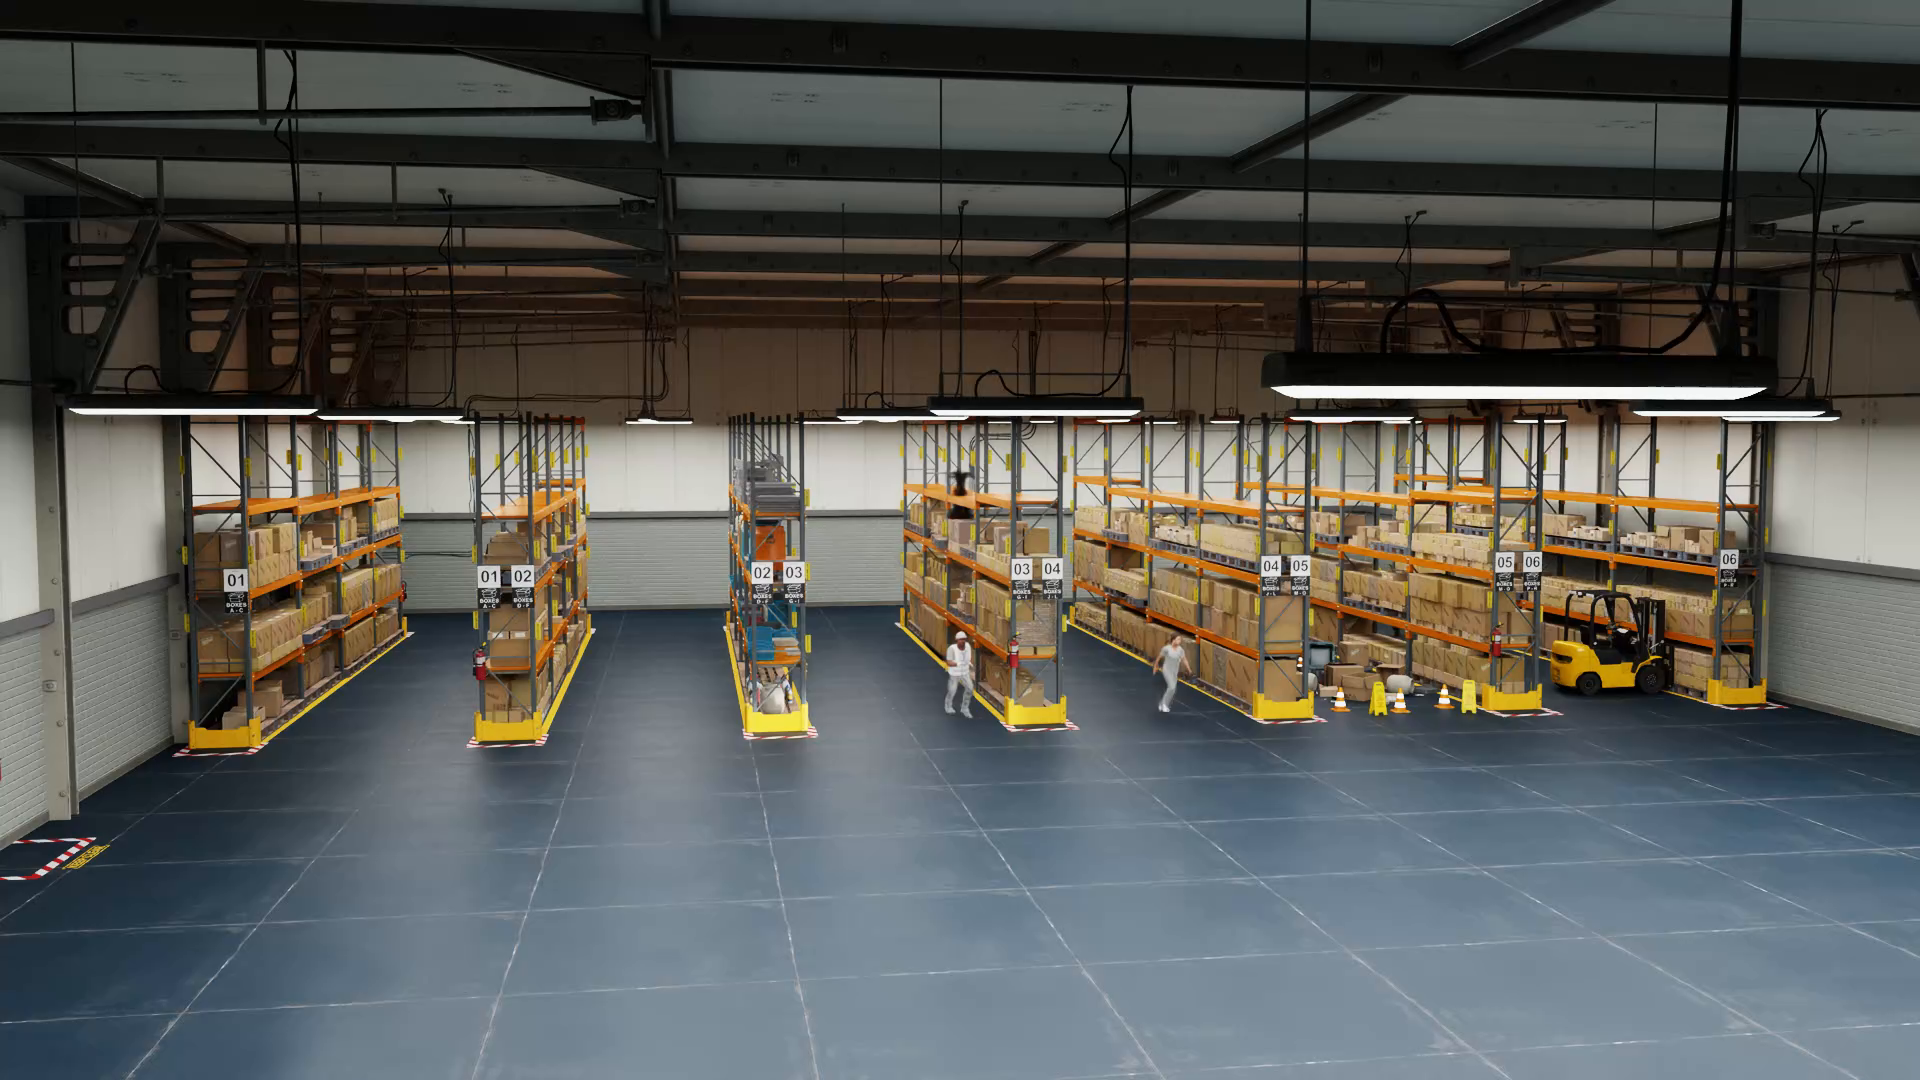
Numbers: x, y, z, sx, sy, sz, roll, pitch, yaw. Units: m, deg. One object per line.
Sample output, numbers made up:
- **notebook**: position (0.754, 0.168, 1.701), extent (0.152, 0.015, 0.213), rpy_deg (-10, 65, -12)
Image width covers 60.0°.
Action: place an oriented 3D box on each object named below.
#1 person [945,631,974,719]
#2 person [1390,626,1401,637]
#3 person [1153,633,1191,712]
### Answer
- **person**: position (0.002, 2.642, 32.656), extent (0.704, 1.737, 0.988), rpy_deg (-2, 4, -24)
- **person**: position (11.947, 1.858, 45.433), extent (0.668, 1.577, 1.039), rpy_deg (-4, 5, -44)
- **person**: position (4.243, 2.646, 33.142), extent (0.534, 1.617, 0.755), rpy_deg (-2, 4, -29)
